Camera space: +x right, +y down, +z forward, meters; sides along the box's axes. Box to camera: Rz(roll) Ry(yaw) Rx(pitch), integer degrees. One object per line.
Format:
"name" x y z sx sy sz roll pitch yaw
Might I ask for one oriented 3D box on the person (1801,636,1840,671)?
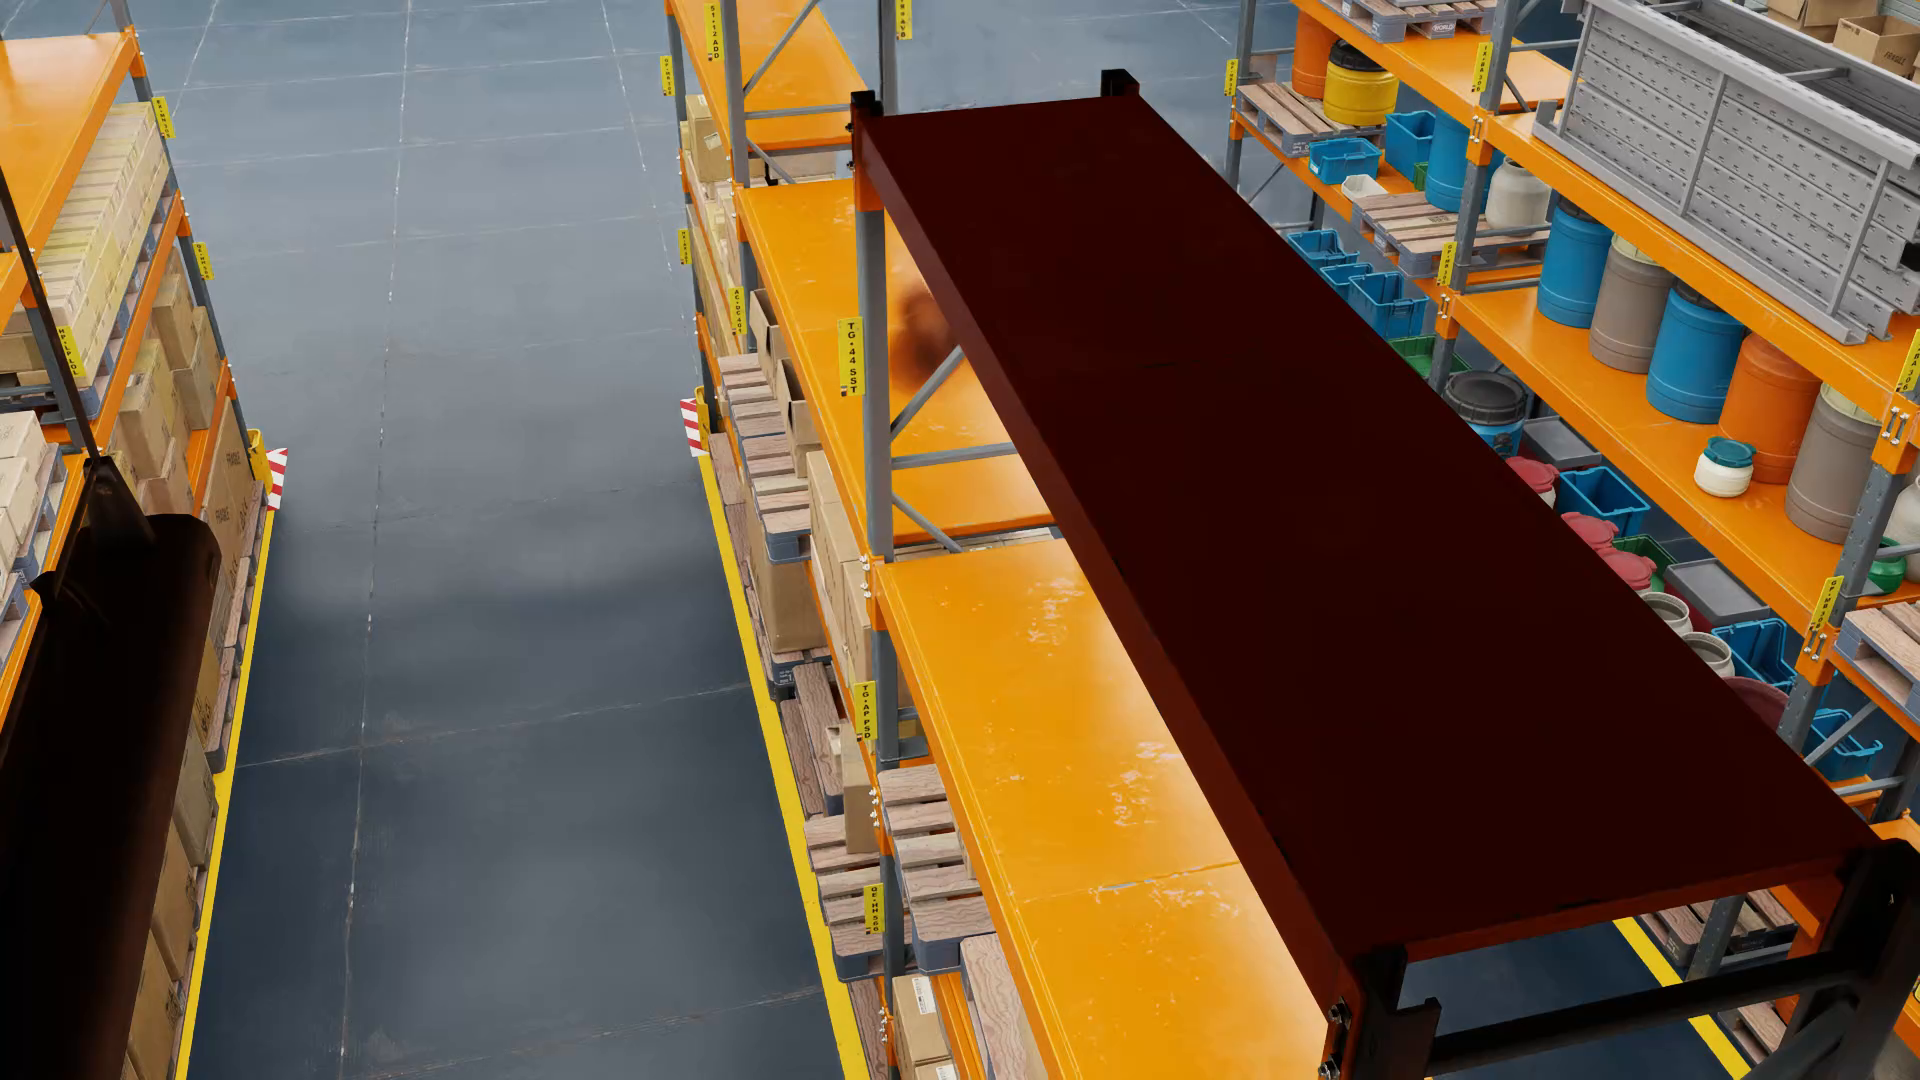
"person" 6.651 0.250 12.300 0.509 1.642 0.726 -14 37 -19
